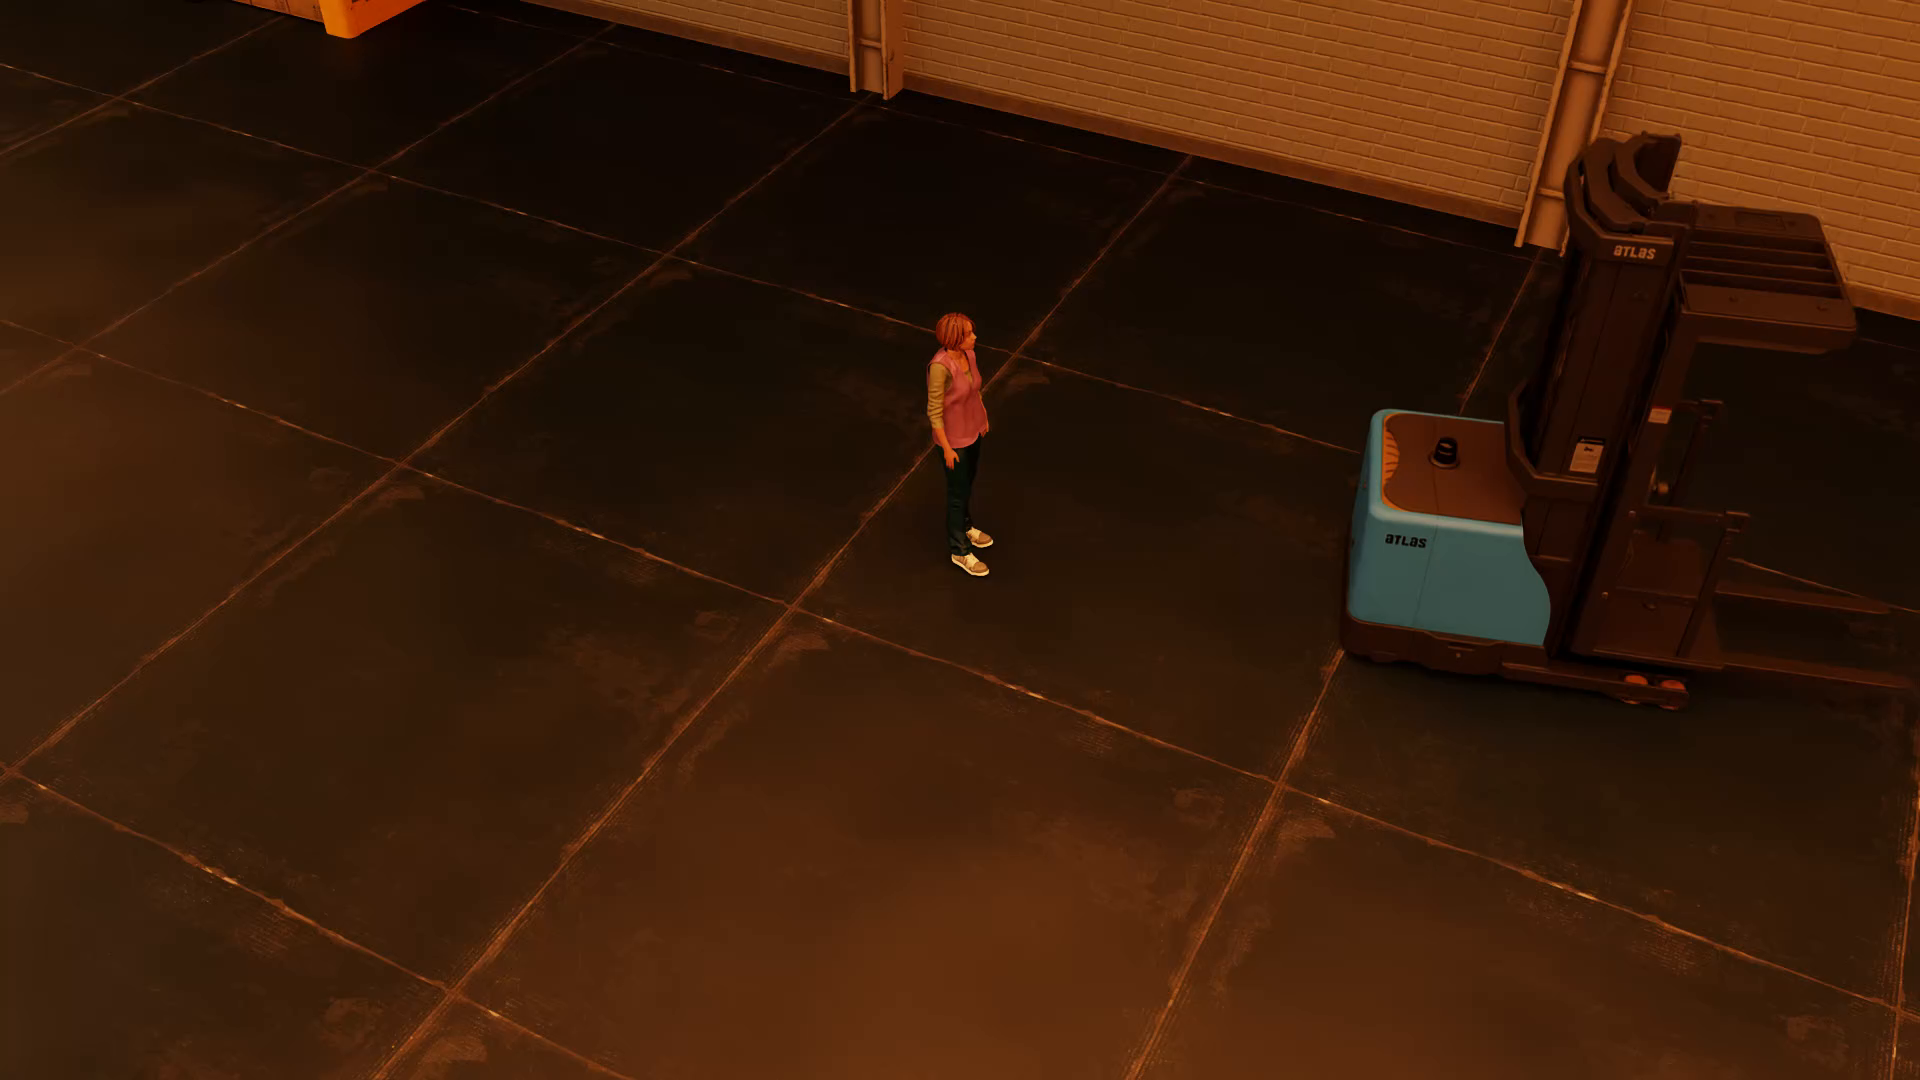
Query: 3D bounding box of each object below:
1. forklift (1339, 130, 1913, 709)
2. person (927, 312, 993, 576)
[{"bbox_3d":[3.731,-0.564,8.656,3.031,2.935,1.130,8,41,9],"label":"forklift"},{"bbox_3d":[0.060,-0.586,9.706,0.473,1.599,0.520,18,43,21],"label":"person"}]
